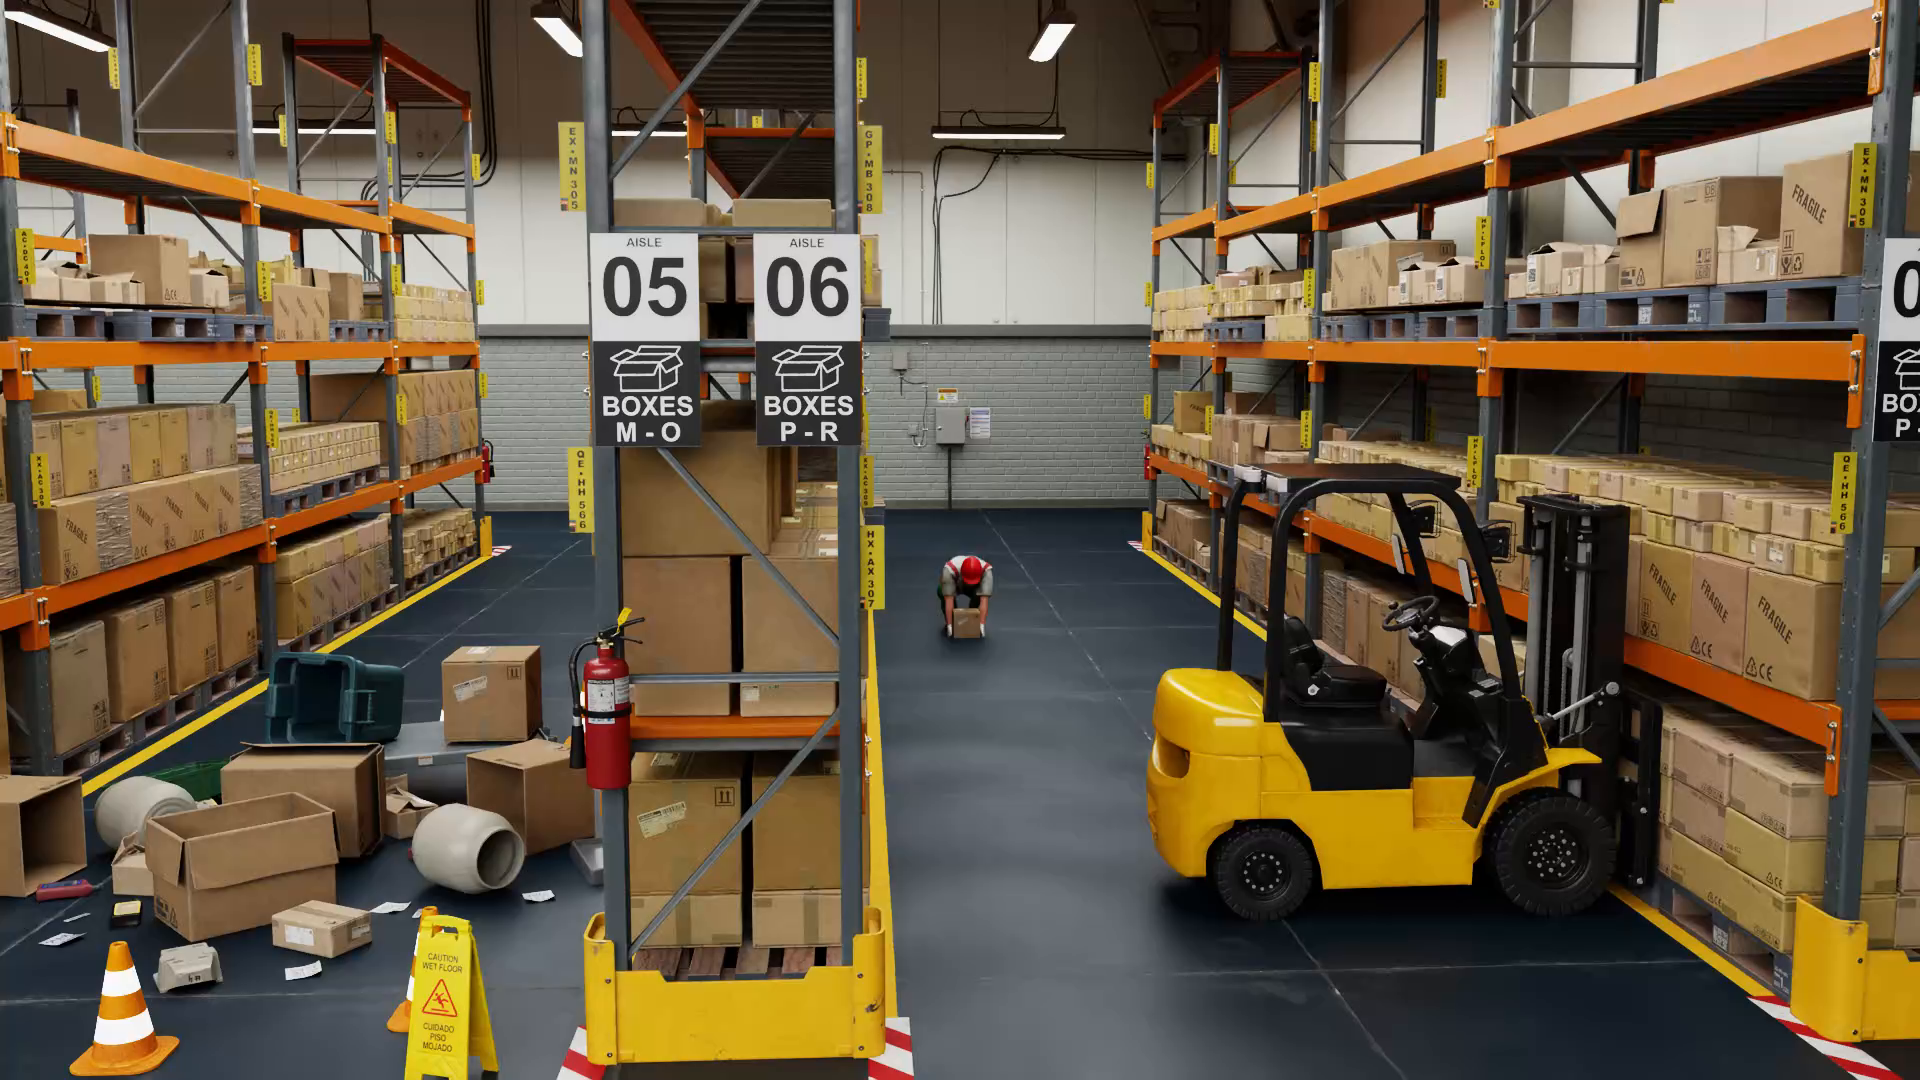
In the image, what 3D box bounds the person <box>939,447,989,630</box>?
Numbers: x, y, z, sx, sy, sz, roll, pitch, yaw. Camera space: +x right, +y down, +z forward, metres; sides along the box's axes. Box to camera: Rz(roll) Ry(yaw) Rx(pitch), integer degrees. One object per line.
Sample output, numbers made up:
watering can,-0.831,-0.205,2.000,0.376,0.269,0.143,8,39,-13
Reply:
person,0.042,-0.009,16.240,0.494,1.782,0.569,0,7,-2
